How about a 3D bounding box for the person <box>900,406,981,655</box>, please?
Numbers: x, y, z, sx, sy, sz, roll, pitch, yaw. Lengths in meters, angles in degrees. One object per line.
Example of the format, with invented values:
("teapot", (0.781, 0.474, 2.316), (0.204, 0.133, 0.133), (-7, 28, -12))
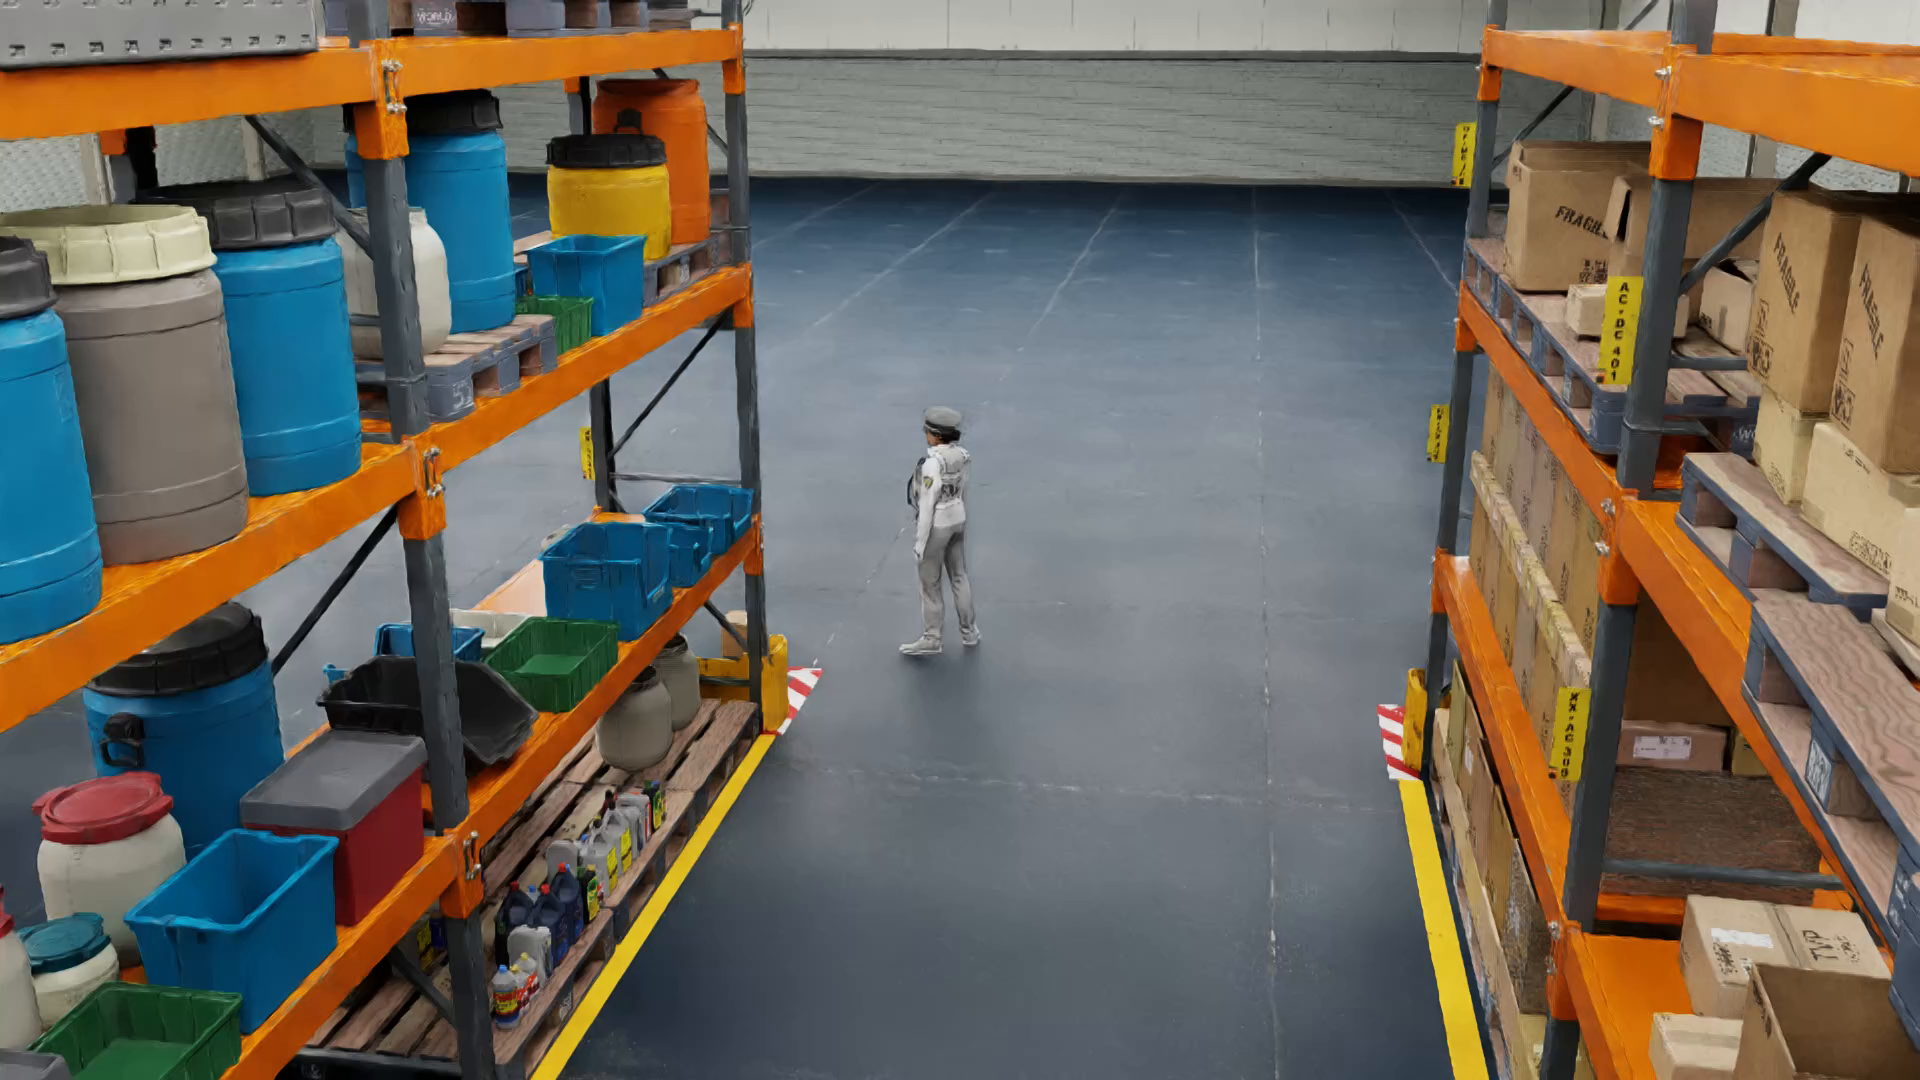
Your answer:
("person", (-0.106, -0.068, 11.177), (0.377, 1.682, 0.620), (13, 22, 35))
